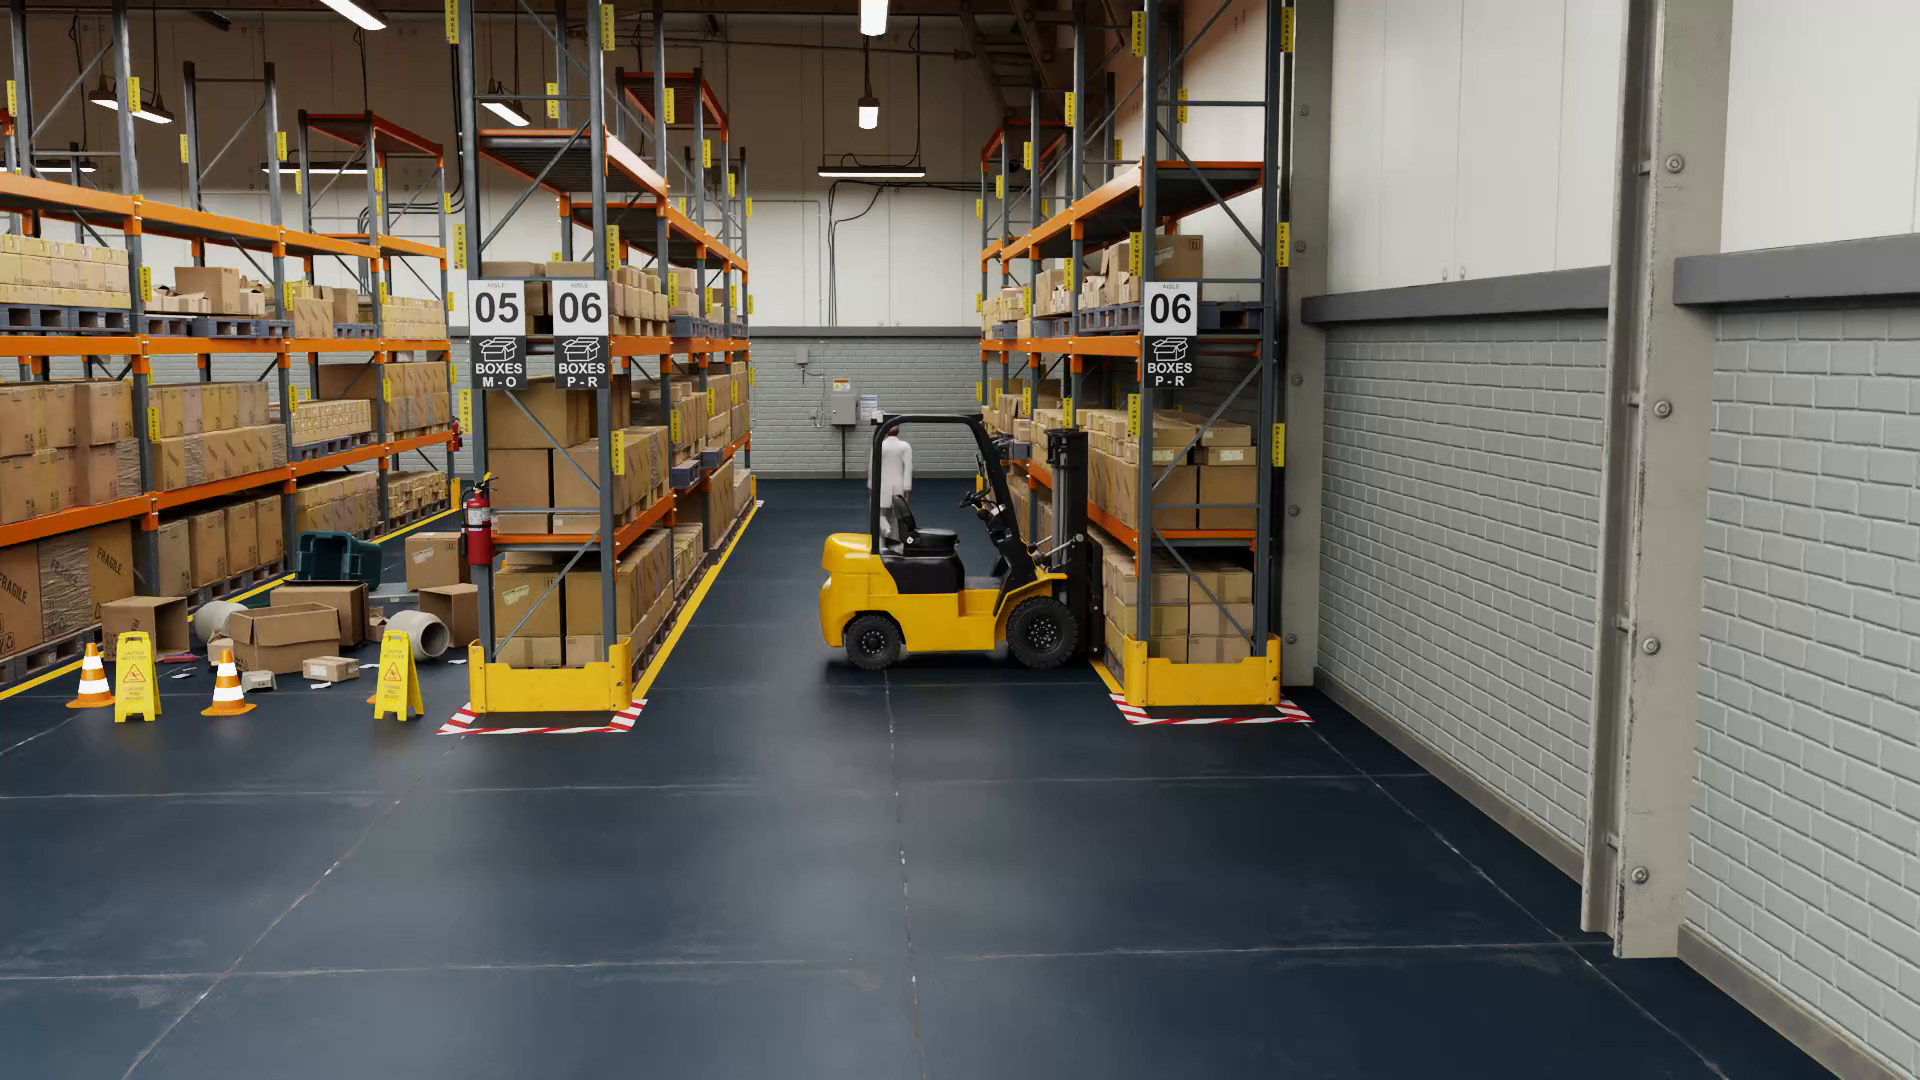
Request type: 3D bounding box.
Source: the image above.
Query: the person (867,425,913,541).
[{"bbox_3d":[-0.897,-0.665,21.353,0.568,1.753,0.832,-1,7,-12],"label":"person"}]
